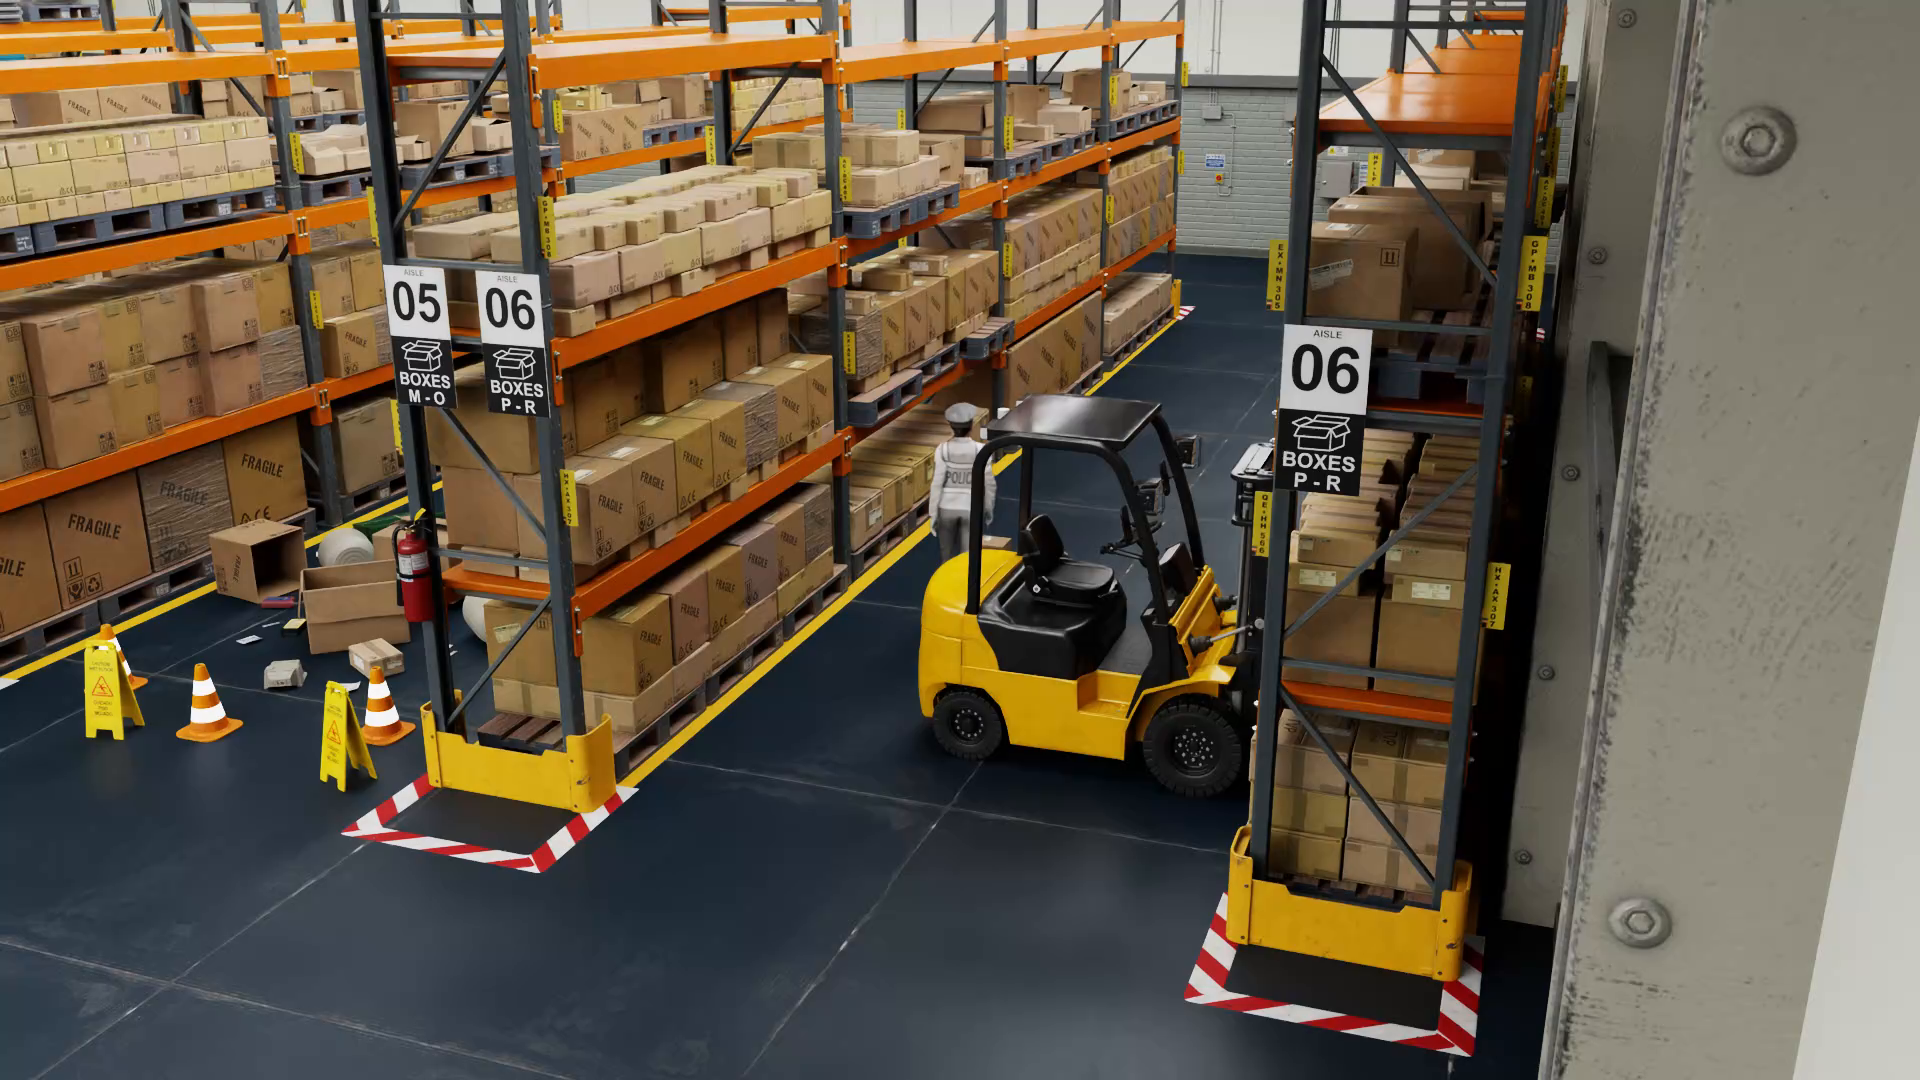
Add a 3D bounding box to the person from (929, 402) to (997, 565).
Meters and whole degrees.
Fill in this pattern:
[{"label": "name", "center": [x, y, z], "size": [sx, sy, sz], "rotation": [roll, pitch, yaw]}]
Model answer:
[{"label": "person", "center": [0.026, -0.247, 12.752], "size": [0.514, 1.641, 0.905], "rotation": [1, 19, 2]}]
